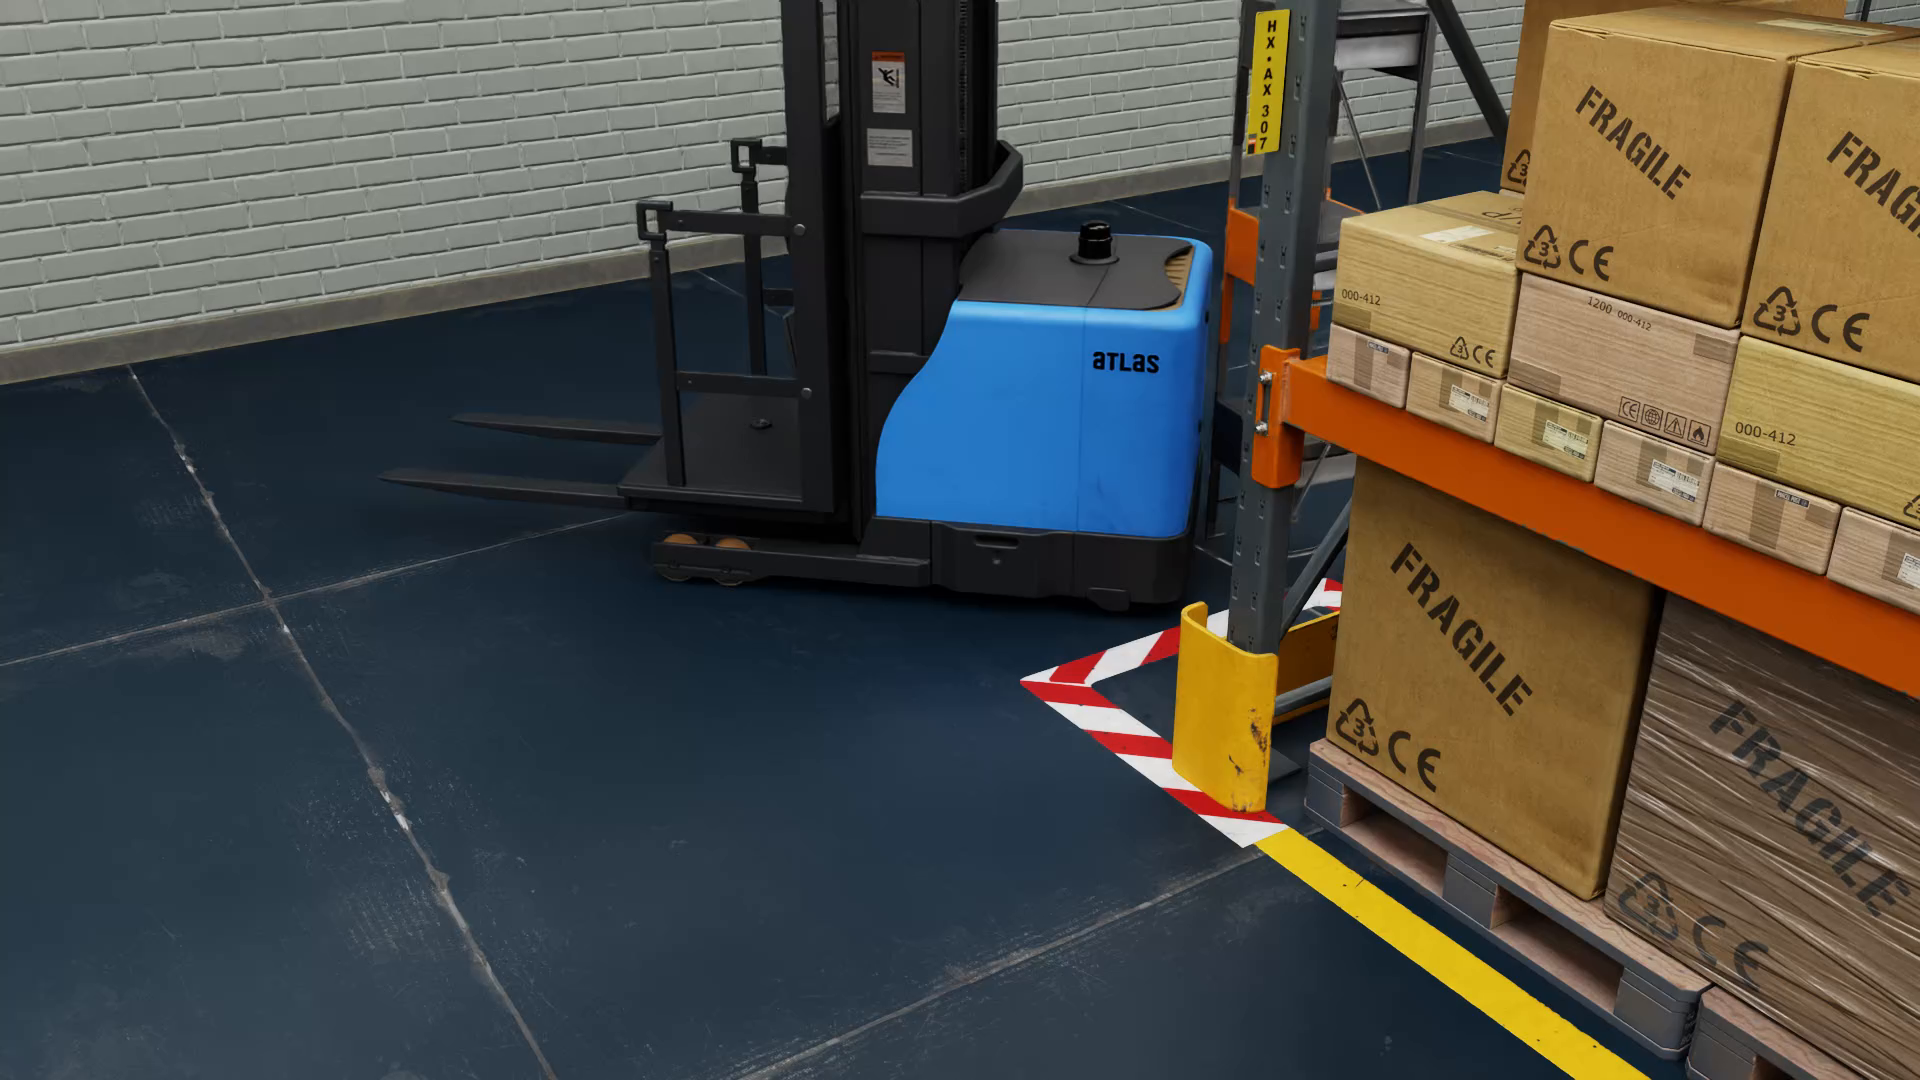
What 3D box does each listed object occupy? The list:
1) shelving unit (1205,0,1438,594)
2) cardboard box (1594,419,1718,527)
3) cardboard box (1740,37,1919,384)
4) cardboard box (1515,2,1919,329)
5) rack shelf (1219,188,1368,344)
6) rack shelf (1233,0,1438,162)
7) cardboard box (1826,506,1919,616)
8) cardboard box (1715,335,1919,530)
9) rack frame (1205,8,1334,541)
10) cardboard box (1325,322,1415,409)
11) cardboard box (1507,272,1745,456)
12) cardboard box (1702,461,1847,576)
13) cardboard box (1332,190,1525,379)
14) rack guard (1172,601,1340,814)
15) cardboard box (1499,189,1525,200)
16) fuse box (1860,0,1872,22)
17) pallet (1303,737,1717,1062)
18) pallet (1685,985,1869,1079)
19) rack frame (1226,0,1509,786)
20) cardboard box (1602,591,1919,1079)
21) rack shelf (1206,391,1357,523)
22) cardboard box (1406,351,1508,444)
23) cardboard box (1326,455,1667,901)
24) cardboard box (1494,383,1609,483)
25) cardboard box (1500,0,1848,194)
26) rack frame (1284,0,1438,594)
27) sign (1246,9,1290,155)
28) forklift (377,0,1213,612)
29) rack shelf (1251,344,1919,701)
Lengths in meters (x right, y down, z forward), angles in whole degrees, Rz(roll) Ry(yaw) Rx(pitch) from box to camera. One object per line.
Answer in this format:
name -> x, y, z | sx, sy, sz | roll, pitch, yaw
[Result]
shelving unit -> 1.201, -0.887, 5.669 | 0.431, 2.100, 0.503 | -10, 27, -20
cardboard box -> 1.532, -0.178, 3.408 | 0.380, 0.149, 0.250 | -16, 30, -30
cardboard box -> 1.786, -0.580, 2.914 | 0.500, 0.500, 0.500 | -16, 30, -31
cardboard box -> 1.498, -0.764, 3.303 | 0.500, 0.500, 0.500 | -16, 30, -31
rack shelf -> 1.201, -0.875, 5.675 | 0.431, 0.518, 0.480 | -10, 27, -20
rack shelf -> 1.201, -1.508, 5.376 | 0.431, 0.518, 0.480 | -10, 27, -20
cardboard box -> 1.811, 0.005, 3.019 | 0.380, 0.149, 0.250 | -16, 30, -30
cardboard box -> 1.786, -0.239, 3.069 | 0.500, 0.250, 0.500 | -17, 30, -31
rack frame -> 1.108, -0.983, 5.873 | 0.400, 2.100, 0.015 | -10, 27, -20
cardboard box -> 1.107, -0.454, 3.992 | 0.380, 0.149, 0.250 | -15, 29, -29
cardboard box -> 1.515, -0.419, 3.452 | 0.500, 0.250, 0.500 | -16, 30, -30
cardboard box -> 1.670, -0.087, 3.215 | 0.380, 0.149, 0.250 | -16, 30, -31
cardboard box -> 1.226, -0.604, 3.842 | 0.500, 0.250, 0.500 | -16, 30, -31
rack guard -> 1.177, 0.350, 4.922 | 1.175, 0.500, 0.348 | -16, 29, -30
cardboard box -> 1.677, -0.727, 4.103 | 0.500, 0.250, 0.500 | -16, 30, -30
fuse box -> 8.235, -4.947, 14.725 | 0.539, 1.711, 0.414 | -16, 29, -30
pallet -> 1.692, 0.757, 4.399 | 1.003, 0.211, 1.213 | -16, 29, -30
pallet -> 2.354, 1.193, 3.475 | 1.003, 0.211, 1.213 | -16, 29, -30
rack frame -> 1.190, -0.772, 4.371 | 1.000, 3.000, 0.127 | -16, 29, -30
cardboard box -> 2.103, 0.535, 3.600 | 0.875, 0.875, 0.875 | -16, 29, -30
rack shelf -> 1.201, -0.241, 5.973 | 0.431, 0.518, 0.480 | -10, 27, -20
cardboard box -> 1.248, -0.363, 3.799 | 0.380, 0.149, 0.250 | -16, 30, -30
cardboard box -> 1.606, 0.210, 4.289 | 0.875, 0.875, 0.875 | -16, 29, -30
cardboard box -> 1.388, -0.271, 3.605 | 0.380, 0.149, 0.250 | -16, 30, -31
cardboard box -> 1.676, -1.064, 3.940 | 0.500, 0.500, 0.500 | -15, 29, -29
rack frame -> 1.294, -0.791, 5.465 | 0.400, 2.100, 0.015 | -10, 27, -20
sign -> 0.721, -1.072, 3.899 | 0.100, 0.325, 0.005 | -16, 29, -30
forklift -> -0.636, -1.377, 5.734 | 3.031, 2.935, 1.130 | 5, 26, 10
rack shelf -> 2.282, 0.269, 3.009 | 1.077, 0.370, 4.000 | -16, 29, -30
